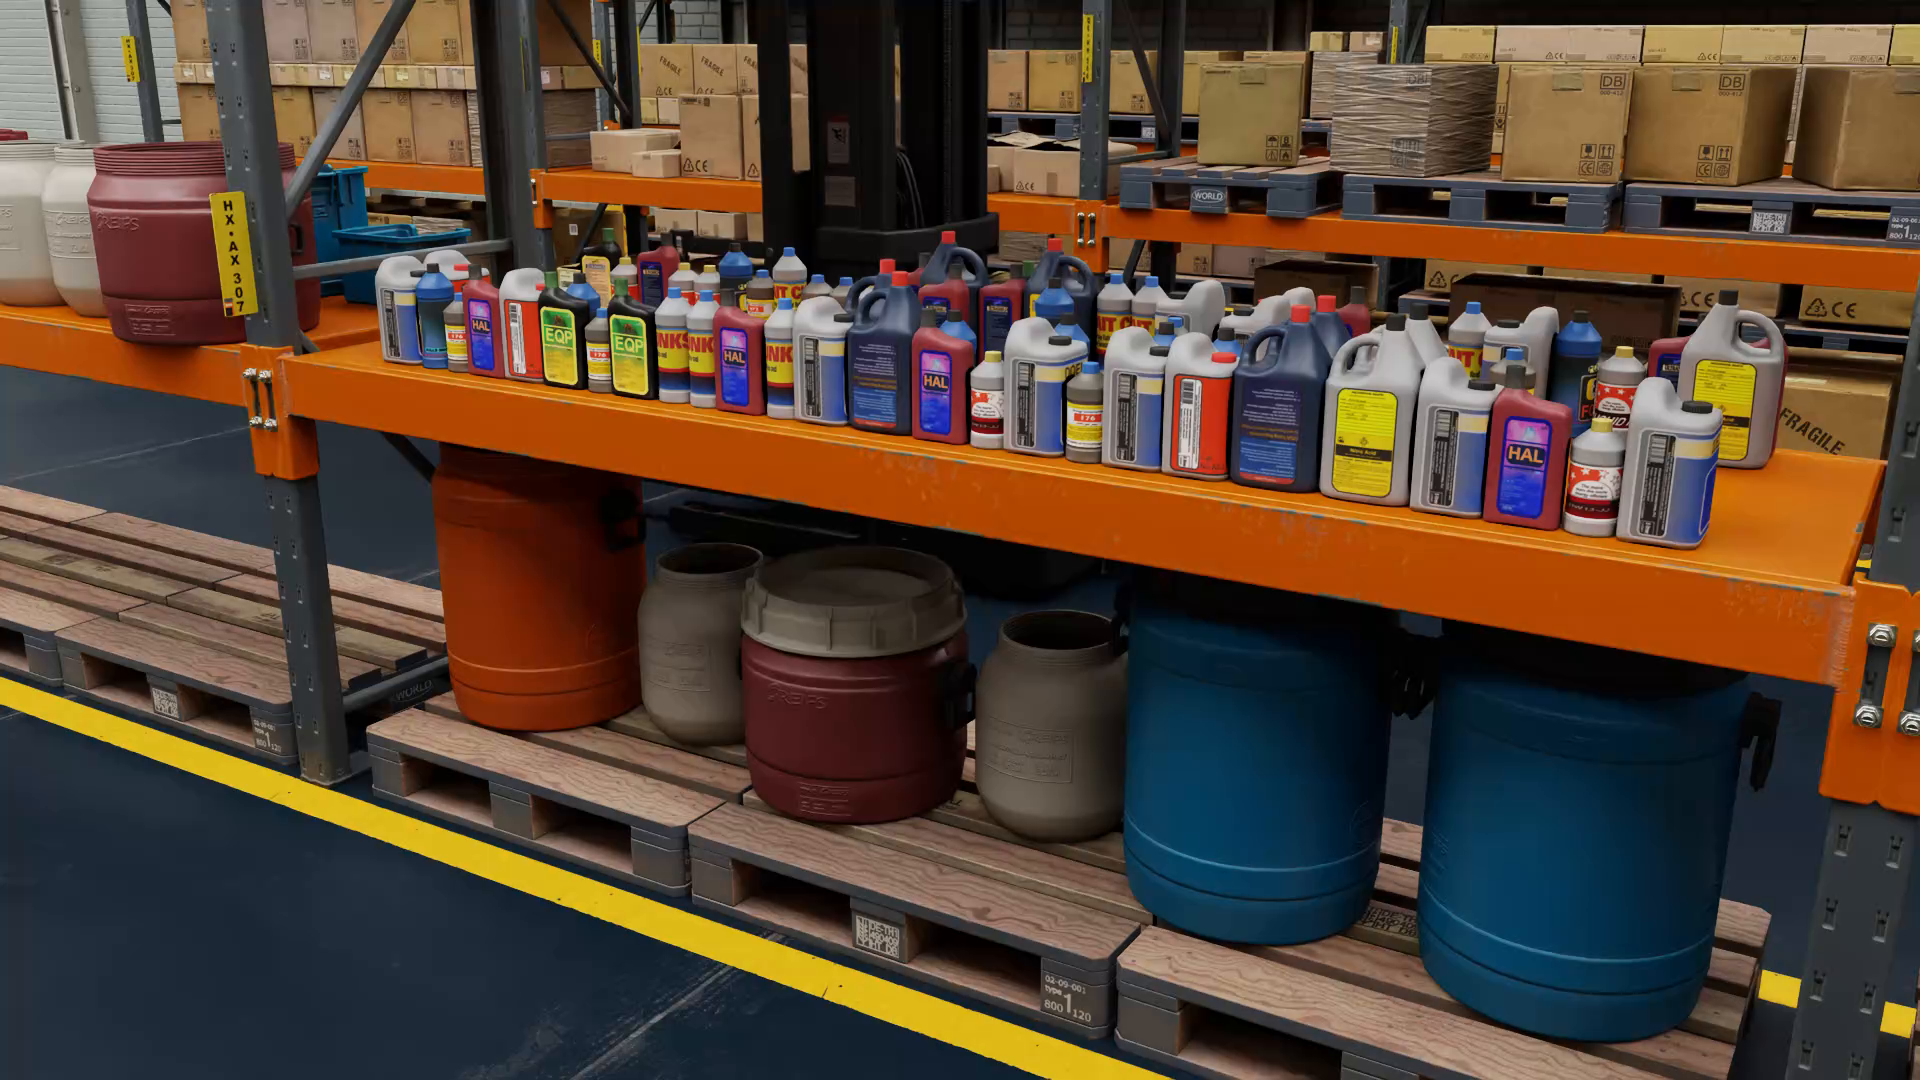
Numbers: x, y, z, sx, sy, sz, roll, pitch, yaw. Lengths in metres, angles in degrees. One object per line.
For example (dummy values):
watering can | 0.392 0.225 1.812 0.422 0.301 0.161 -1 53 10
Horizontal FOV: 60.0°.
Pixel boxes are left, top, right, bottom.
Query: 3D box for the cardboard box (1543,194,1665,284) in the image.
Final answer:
cardboard box | 4.819 -2.173 12.351 0.750 0.750 0.750 10 20 30

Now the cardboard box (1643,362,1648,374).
cardboard box | 3.350 -0.540 7.542 0.500 0.500 0.500 10 20 30

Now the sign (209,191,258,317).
sign | -1.949 -0.767 4.465 0.005 0.325 0.100 10 20 30

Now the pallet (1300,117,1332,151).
pallet | 2.855 -3.270 13.316 1.003 0.211 1.213 10 20 30

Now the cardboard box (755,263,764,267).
cardboard box | -1.114 -1.670 10.761 0.500 0.311 0.500 10 20 30

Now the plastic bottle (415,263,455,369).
plastic bottle | -1.383 -0.594 4.399 0.097 0.271 0.097 0 17 0

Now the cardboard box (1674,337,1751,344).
cardboard box | 3.592 -0.671 7.973 0.500 0.500 0.500 10 20 31

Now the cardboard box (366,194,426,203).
cardboard box | -4.416 -2.357 12.698 0.500 0.500 0.500 10 20 30

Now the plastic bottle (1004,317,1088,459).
plastic bottle | 0.184 -0.326 3.508 0.135 0.276 0.152 10 20 30

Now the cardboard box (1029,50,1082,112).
cardboard box | 0.998 -3.974 14.374 0.500 0.500 0.700 13 21 36

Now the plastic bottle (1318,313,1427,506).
plastic bottle | 0.787 -0.253 3.138 0.185 0.351 0.144 10 20 30

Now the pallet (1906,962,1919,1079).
pallet | 2.389 1.219 3.006 1.213 0.211 1.003 10 20 30

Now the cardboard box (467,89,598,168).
cardboard box | -2.861 -2.775 11.183 0.500 0.500 0.700 10 19 29

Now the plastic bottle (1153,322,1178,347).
plastic bottle | 0.431 -0.323 3.504 0.097 0.271 0.097 0 17 0

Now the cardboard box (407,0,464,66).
cardboard box | -3.292 -3.472 11.246 0.500 0.500 0.700 10 20 30

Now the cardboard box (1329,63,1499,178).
cardboard box | 2.204 -2.047 8.065 0.500 0.500 0.700 15 22 40

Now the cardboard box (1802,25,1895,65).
cardboard box | 5.964 -3.318 11.135 0.500 0.250 0.500 11 20 31

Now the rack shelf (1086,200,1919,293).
rack shelf | 2.633 -1.404 8.080 4.000 0.370 1.077 10 20 30

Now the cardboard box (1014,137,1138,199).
cardboard box | 0.642 -2.076 9.208 0.500 0.311 0.500 12 20 33

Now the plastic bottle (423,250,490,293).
plastic bottle | -1.387 -0.659 4.602 0.135 0.276 0.152 10 20 30

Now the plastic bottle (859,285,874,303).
plastic bottle | -0.233 -0.615 4.585 0.097 0.201 0.097 0 17 0

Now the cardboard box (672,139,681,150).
cardboard box | -1.634 -2.508 10.709 0.258 0.266 0.396 10 19 29

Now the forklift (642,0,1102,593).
forklift | -0.694 -1.488 7.238 3.031 2.935 1.130 10 19 29

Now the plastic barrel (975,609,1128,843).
plastic barrel | 0.249 0.469 4.235 0.421 0.512 0.421 0 17 0

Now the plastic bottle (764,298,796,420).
plastic bottle | -0.398 -0.419 3.820 0.097 0.271 0.097 0 17 0

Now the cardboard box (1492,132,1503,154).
cardboard box | 4.070 -2.960 12.363 0.250 0.149 0.380 11 20 32

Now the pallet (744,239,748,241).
pallet | -1.525 -2.833 16.344 1.213 0.211 1.003 10 20 30

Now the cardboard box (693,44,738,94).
cardboard box | -2.196 -4.489 15.930 0.500 0.500 0.500 9 19 28

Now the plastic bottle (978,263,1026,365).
plastic bottle | 0.115 -0.577 4.322 0.133 0.283 0.061 10 20 30

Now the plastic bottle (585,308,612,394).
plastic bottle | -0.875 -0.470 4.110 0.097 0.201 0.097 0 17 0

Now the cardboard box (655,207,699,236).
cardboard box | -2.756 -3.293 16.931 0.500 0.311 0.500 8 19 24

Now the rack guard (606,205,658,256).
rack guard | -3.234 -3.289 17.349 0.348 0.500 1.175 10 20 30

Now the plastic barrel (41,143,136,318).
plastic barrel | -2.655 -0.983 5.265 0.421 0.512 0.421 0 17 0

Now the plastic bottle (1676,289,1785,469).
plastic bottle | 1.577 -0.334 3.406 0.185 0.351 0.144 10 20 30

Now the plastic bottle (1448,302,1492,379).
plastic bottle | 1.151 -0.401 3.762 0.097 0.271 0.097 0 17 0

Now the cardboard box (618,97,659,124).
cardboard box | -3.049 -4.282 16.540 0.500 0.250 0.500 9 19 28

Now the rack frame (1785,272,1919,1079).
rack frame | 1.742 -0.218 2.938 0.127 3.000 1.000 10 20 30

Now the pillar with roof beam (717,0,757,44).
pillar with roof beam | -4.503 -6.409 12.997 0.400 9.000 9.100 10 20 30

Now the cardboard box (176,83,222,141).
cardboard box | -5.497 -3.243 12.725 0.500 0.500 0.700 10 20 30

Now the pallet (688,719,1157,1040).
pallet | 0.062 0.803 4.373 1.213 0.211 1.003 10 20 30

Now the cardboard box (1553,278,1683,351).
cardboard box | 3.201 -1.103 8.106 0.500 0.250 0.500 10 20 30

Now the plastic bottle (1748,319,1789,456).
plastic bottle | 1.653 -0.323 3.486 0.133 0.283 0.061 10 20 30

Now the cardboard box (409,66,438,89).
cardboard box | -3.482 -3.124 11.218 0.250 0.149 0.380 10 20 30

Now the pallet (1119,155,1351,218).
pallet | 1.543 -1.875 8.723 1.003 0.211 1.213 10 20 30

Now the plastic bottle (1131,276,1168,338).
plastic bottle | 0.476 -0.522 4.159 0.097 0.271 0.097 0 17 0

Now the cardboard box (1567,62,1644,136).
cardboard box | 4.662 -3.185 11.986 0.500 0.500 0.500 10 20 30

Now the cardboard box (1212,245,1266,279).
cardboard box | 2.499 -2.498 13.988 0.500 0.500 0.700 10 20 30

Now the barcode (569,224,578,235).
barcode | -2.480 -1.993 10.673 0.075 0.075 0.001 10 20 30

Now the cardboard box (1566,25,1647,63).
cardboard box | 4.657 -3.549 11.895 0.500 0.250 0.500 10 20 30

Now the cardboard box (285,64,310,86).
cardboard box | -4.568 -3.319 11.859 0.250 0.149 0.380 10 19 29

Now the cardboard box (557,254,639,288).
cardboard box | -2.258 -1.690 10.827 0.500 0.311 0.500 10 20 30

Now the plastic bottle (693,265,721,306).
plastic bottle | -0.730 -0.703 4.878 0.097 0.201 0.097 0 17 0

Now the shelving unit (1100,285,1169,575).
shelving unit | 0.756 -0.432 6.723 0.189 1.200 0.258 15 22 30

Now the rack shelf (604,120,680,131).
rack shelf | -1.595 -3.848 16.127 4.000 0.370 1.077 10 20 30
